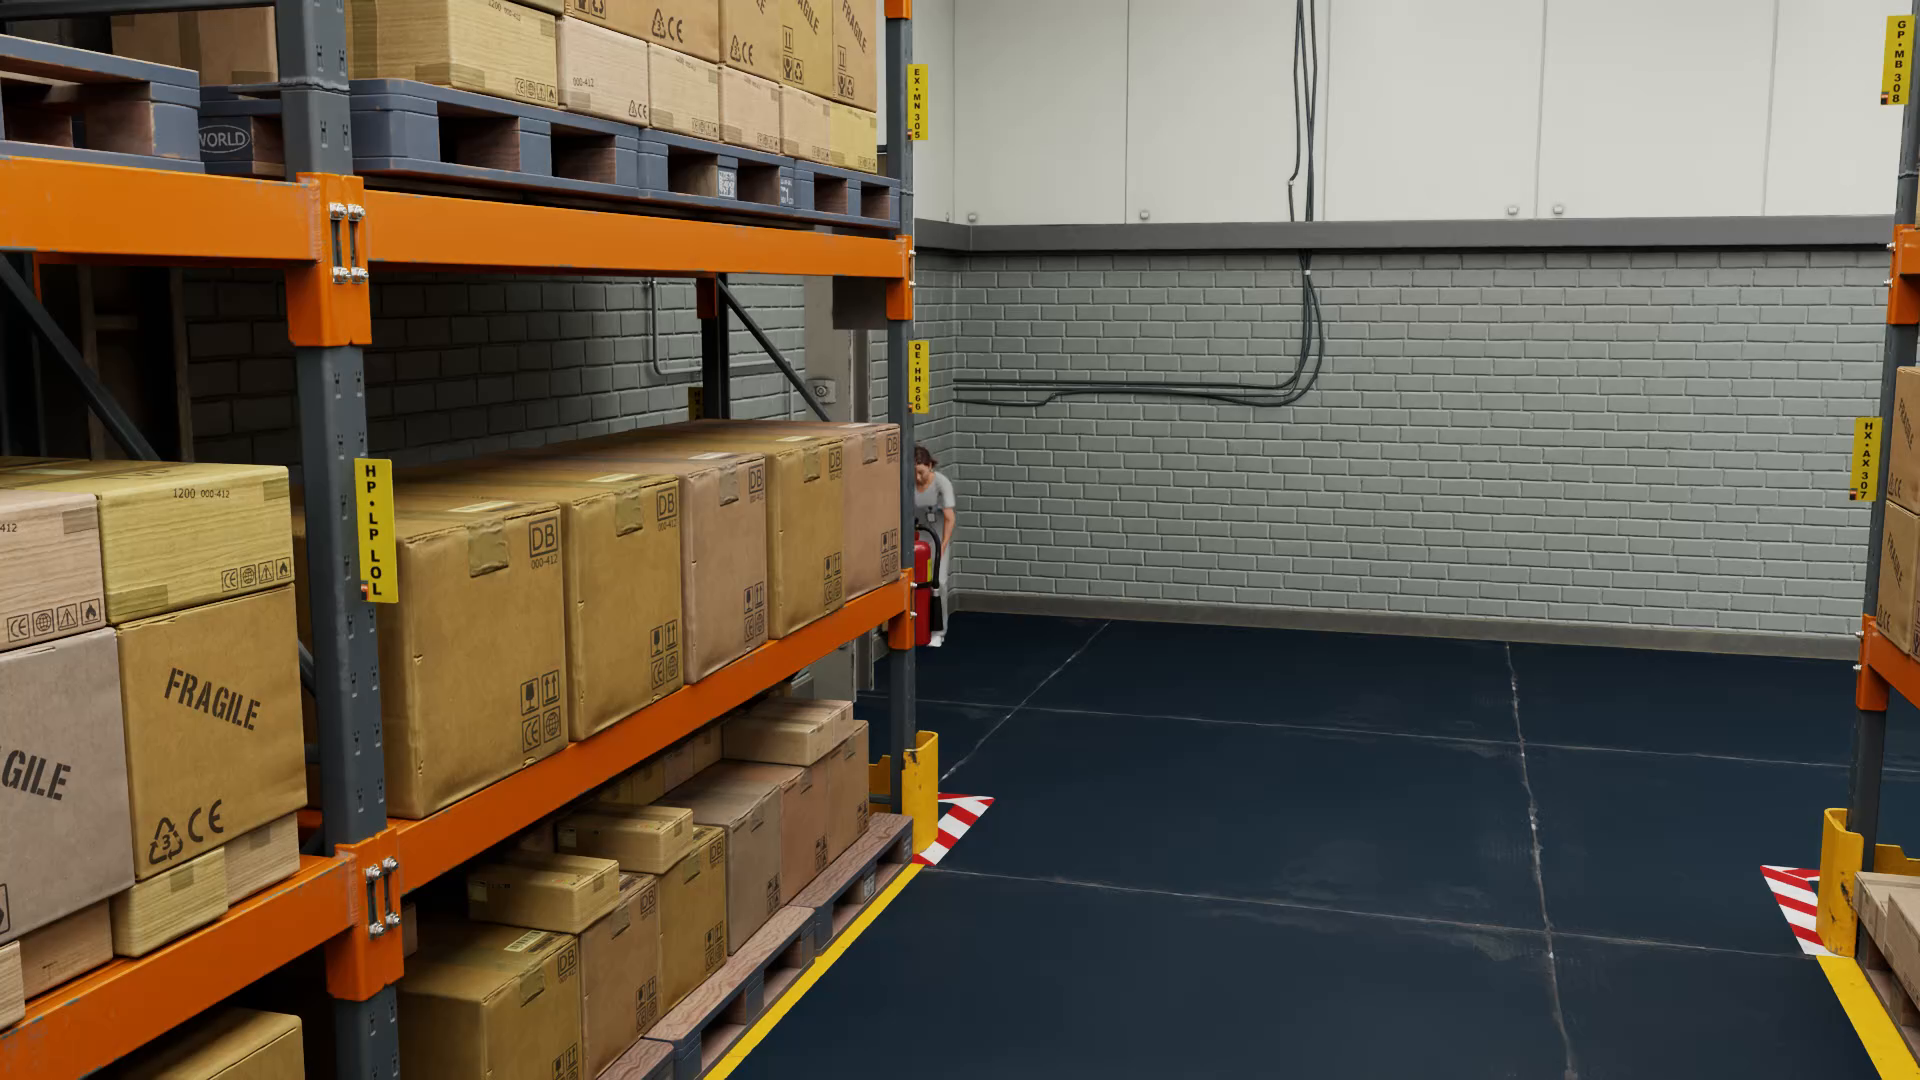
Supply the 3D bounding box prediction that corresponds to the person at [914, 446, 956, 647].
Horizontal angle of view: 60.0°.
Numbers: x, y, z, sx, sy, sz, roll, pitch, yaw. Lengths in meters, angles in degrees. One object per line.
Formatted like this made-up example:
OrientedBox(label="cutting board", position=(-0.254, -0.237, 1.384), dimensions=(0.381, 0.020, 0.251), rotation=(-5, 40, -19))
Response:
OrientedBox(label="person", position=(-0.255, 0.038, 12.235), dimensions=(0.486, 1.493, 0.554), rotation=(3, 9, 17))
